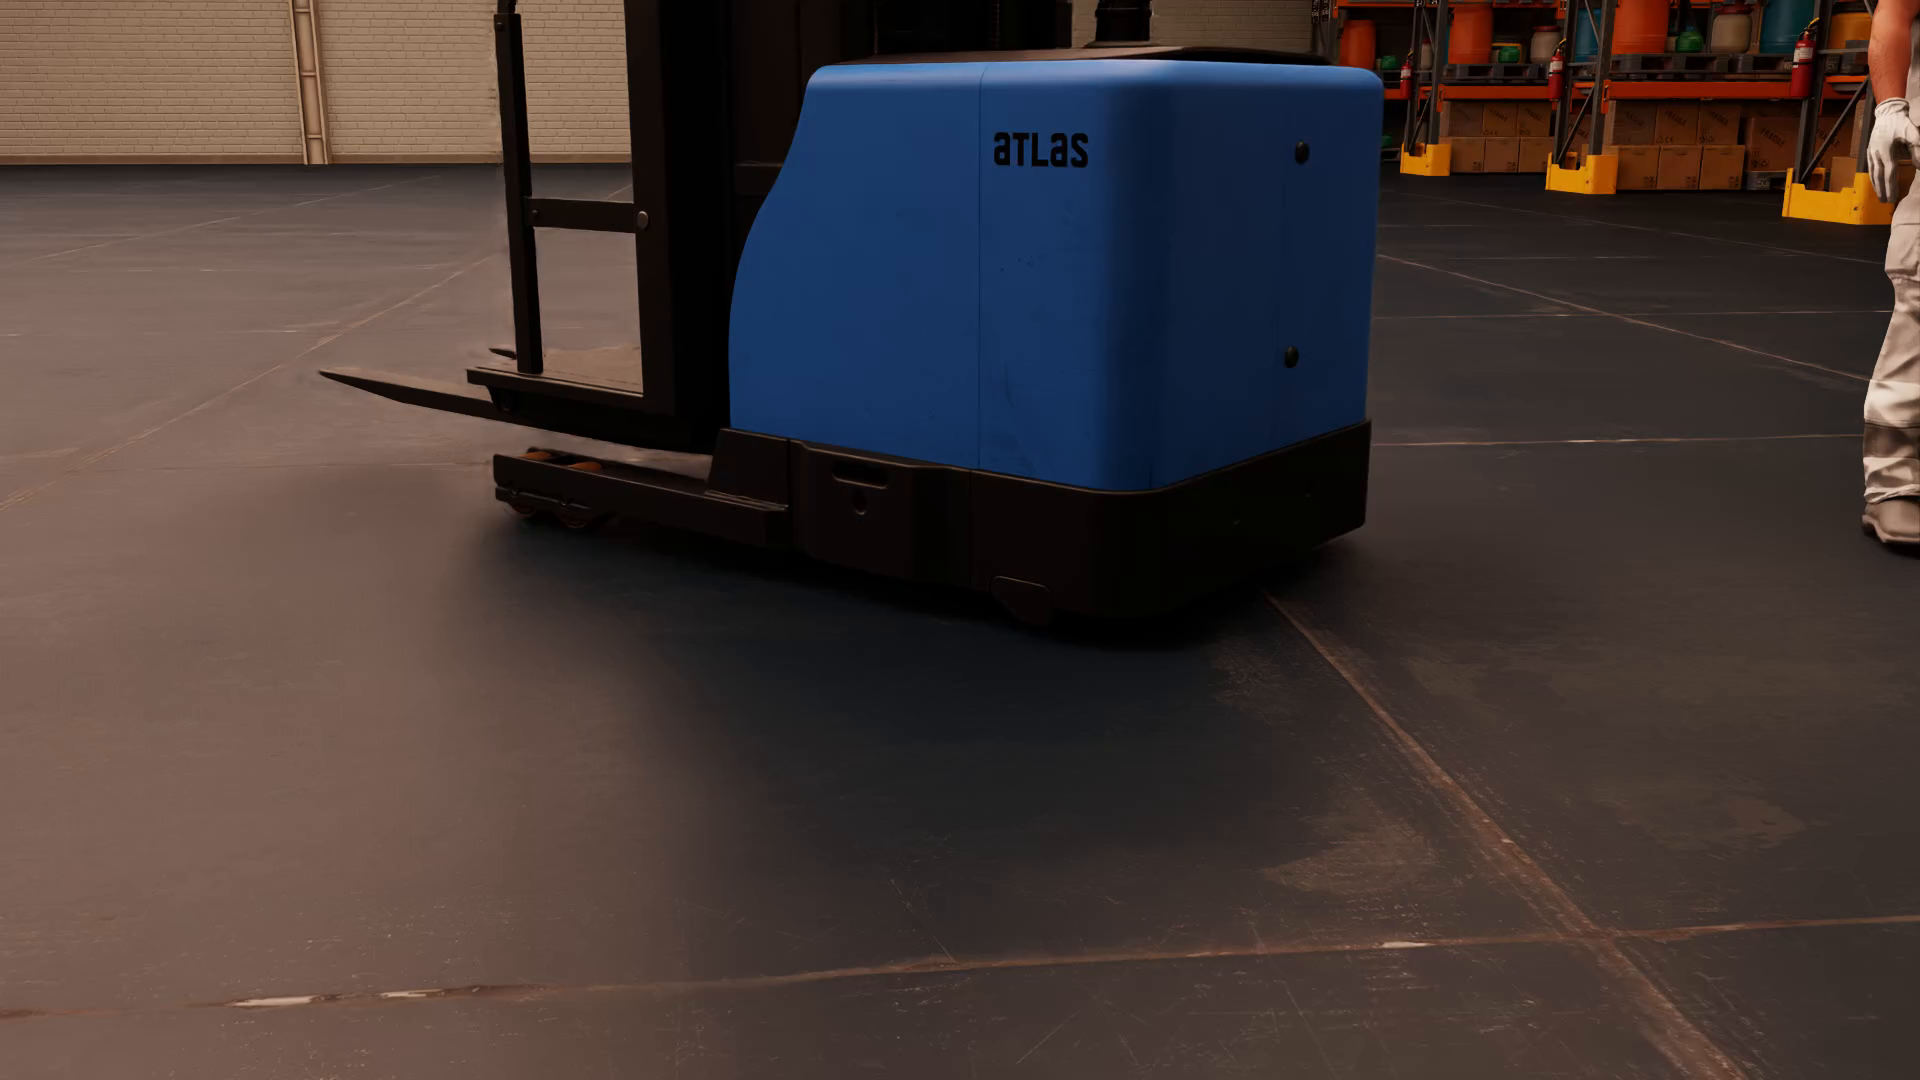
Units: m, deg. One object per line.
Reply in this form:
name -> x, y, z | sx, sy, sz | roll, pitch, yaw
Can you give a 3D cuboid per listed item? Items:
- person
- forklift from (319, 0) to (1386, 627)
person -> 2.419, -0.900, 3.812 | 0.637, 1.786, 0.566 | -1, 15, -5
forklift -> -0.536, -1.535, 4.009 | 3.031, 2.935, 1.130 | 12, 19, 37
